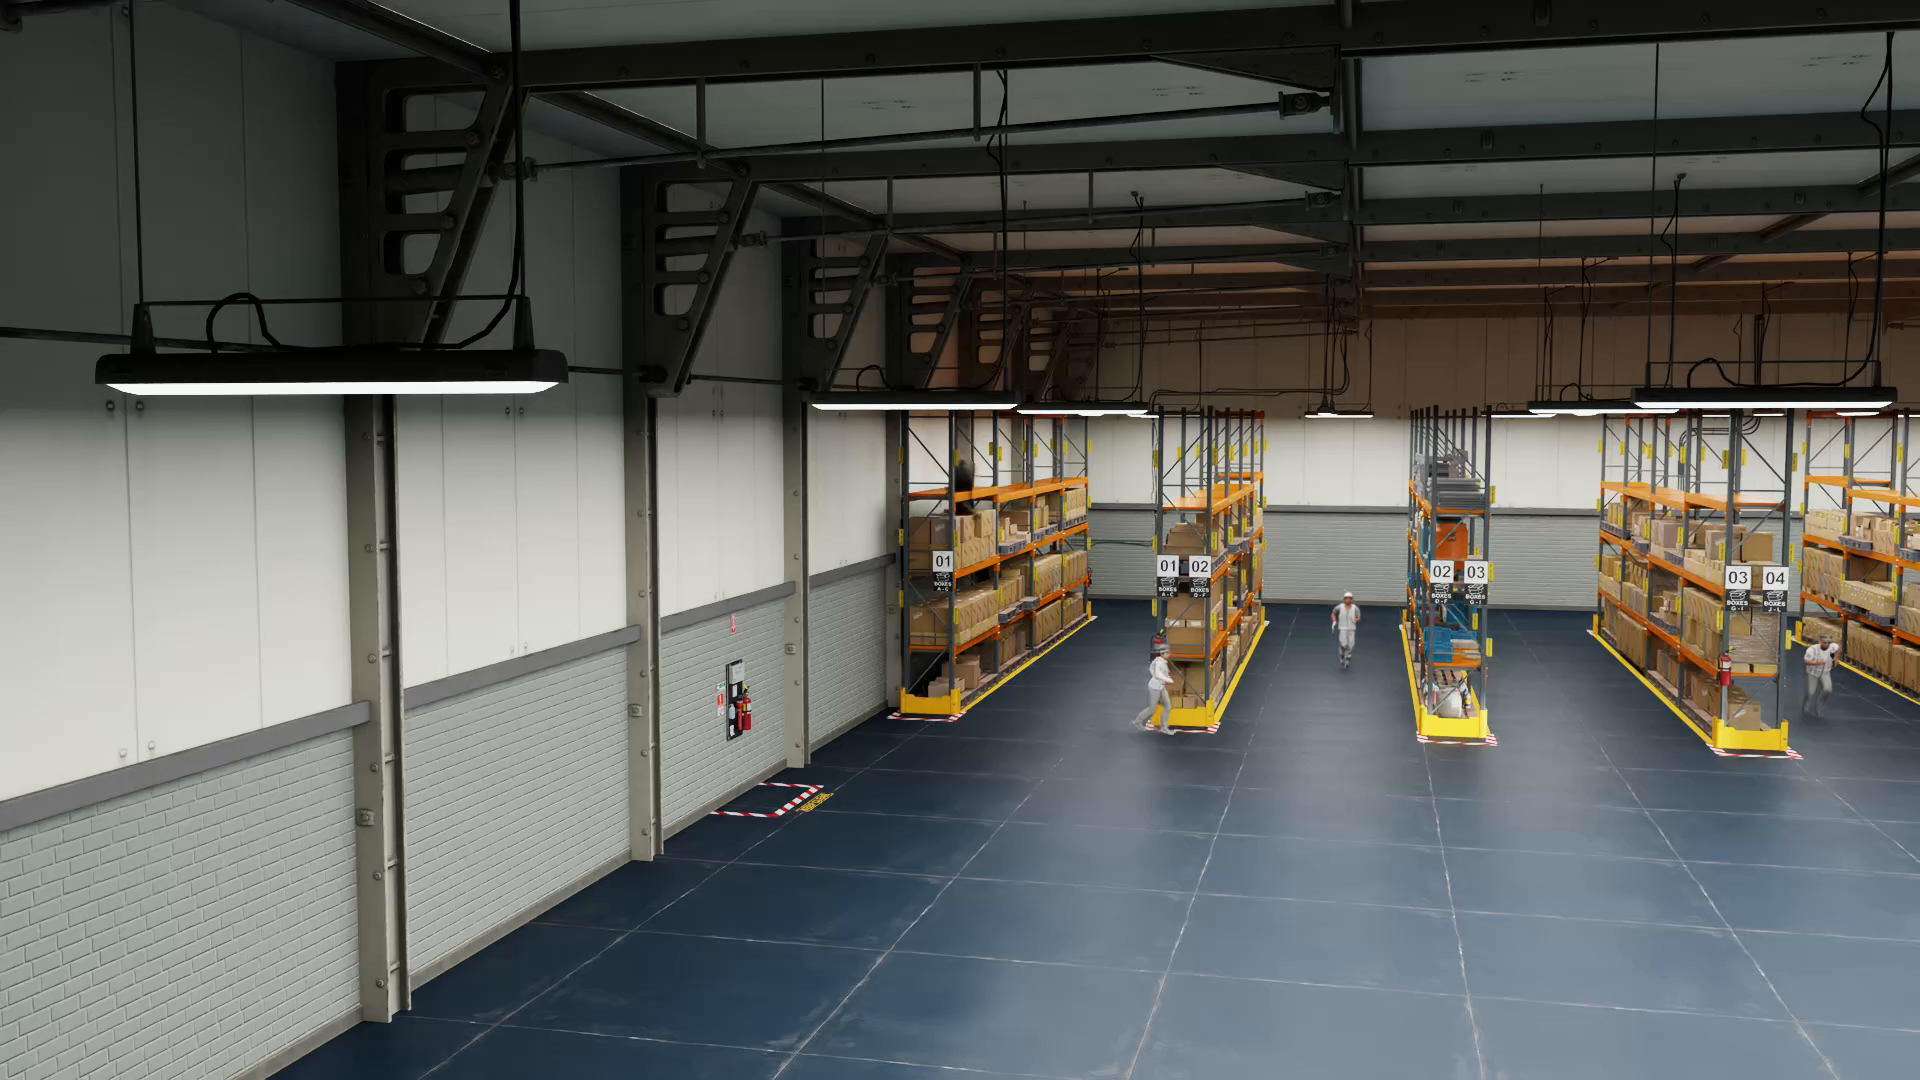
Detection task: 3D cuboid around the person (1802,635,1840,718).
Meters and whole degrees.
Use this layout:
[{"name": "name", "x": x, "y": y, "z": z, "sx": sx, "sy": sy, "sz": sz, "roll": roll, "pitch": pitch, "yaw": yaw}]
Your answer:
[{"name": "person", "x": 16.579, "y": 2.622, "z": 32.124, "sx": 0.638, "sy": 1.681, "sz": 0.993, "roll": 0, "pitch": 4, "yaw": 4}]

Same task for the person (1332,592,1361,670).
[{"name": "person", "x": 8.877, "y": 2.093, "z": 38.143, "sx": 0.640, "sy": 1.783, "sz": 0.703, "roll": 0, "pitch": 4, "yaw": 2}]

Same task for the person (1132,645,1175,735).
[{"name": "person", "x": 3.534, "y": 2.721, "z": 30.284, "sx": 0.786, "sy": 1.649, "sz": 0.589, "roll": 2, "pitch": 4, "yaw": 21}]
